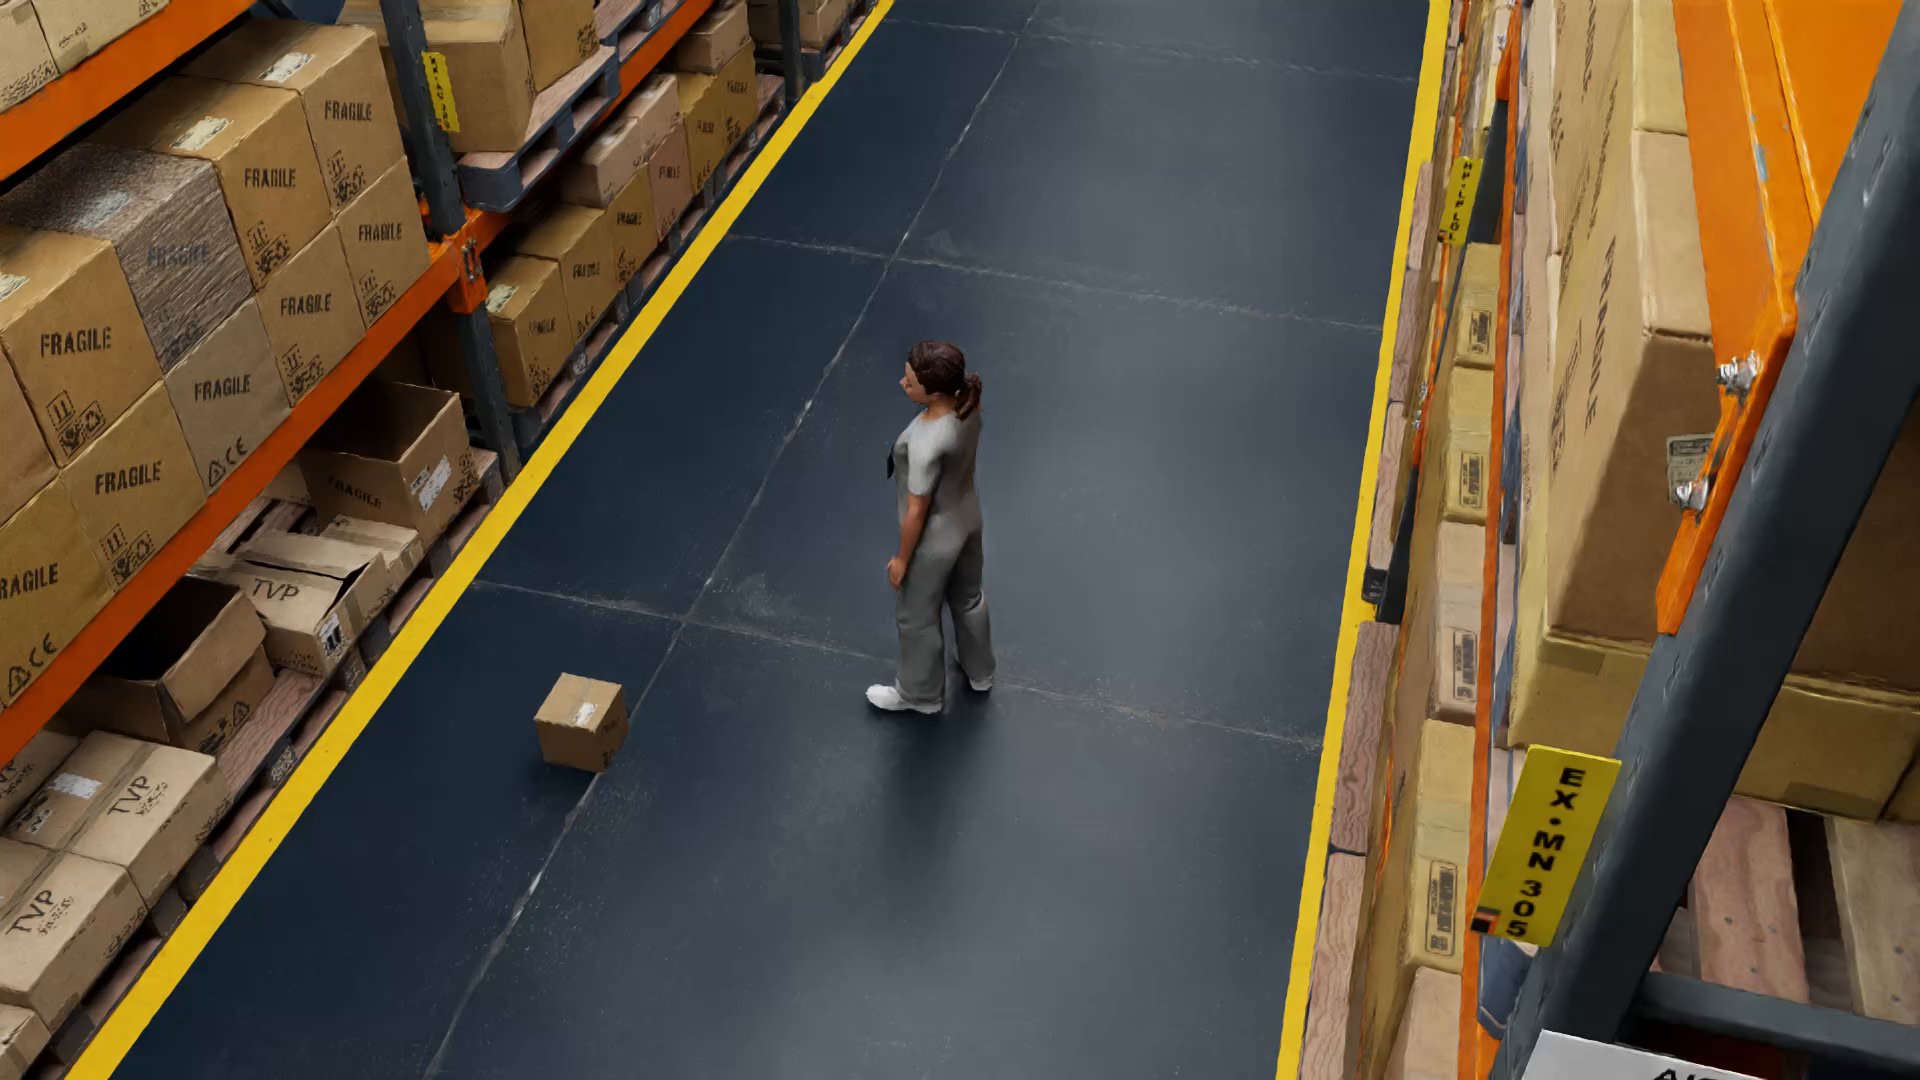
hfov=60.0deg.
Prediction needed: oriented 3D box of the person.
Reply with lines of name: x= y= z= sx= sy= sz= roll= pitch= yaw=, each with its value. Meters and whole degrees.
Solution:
person: x=-0.092 y=-0.041 z=6.171 sx=0.412 sy=1.673 sz=0.538 roll=21 pitch=45 yaw=22
